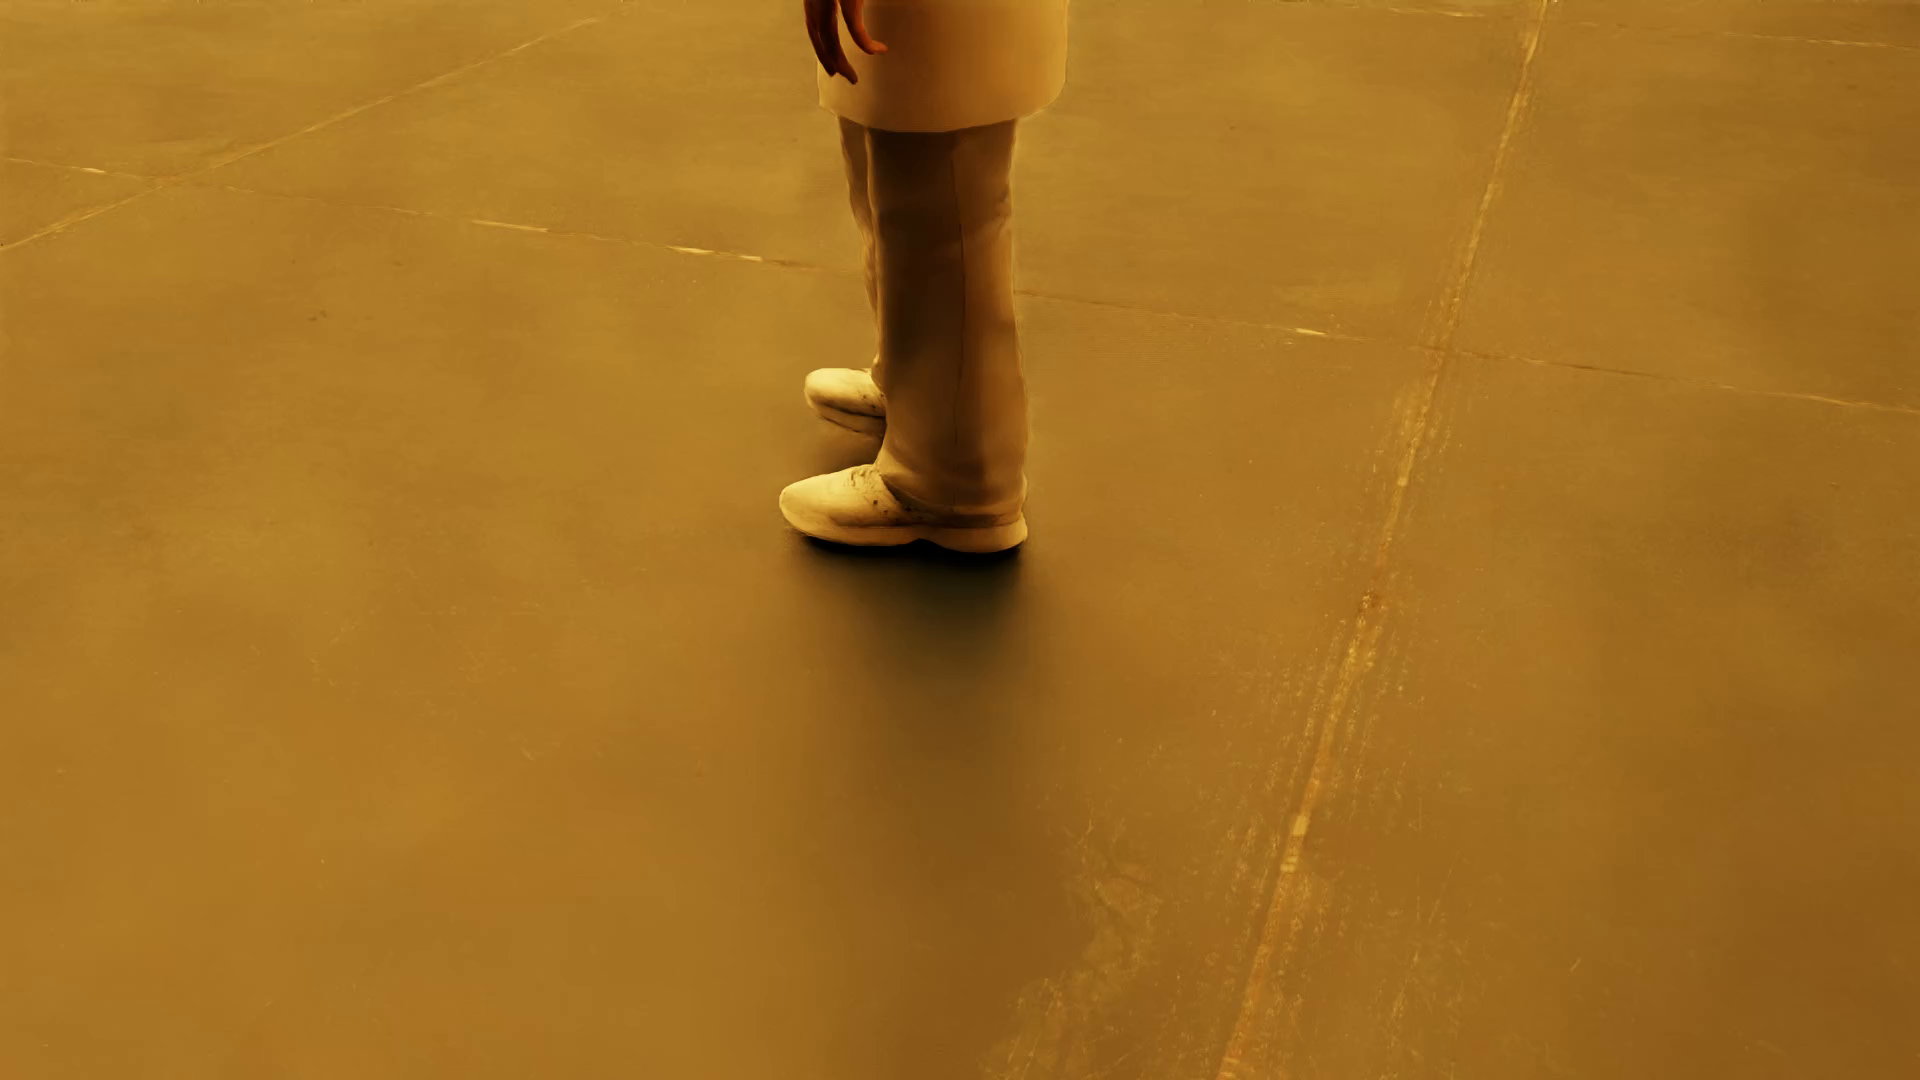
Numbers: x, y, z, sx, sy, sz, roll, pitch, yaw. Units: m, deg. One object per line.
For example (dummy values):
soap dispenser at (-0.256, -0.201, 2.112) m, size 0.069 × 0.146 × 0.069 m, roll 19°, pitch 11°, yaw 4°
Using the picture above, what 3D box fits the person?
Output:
person at (-0.081, -0.798, 2.088) m, size 0.586 × 1.775 × 0.694 m, roll 10°, pitch 31°, yaw 18°
